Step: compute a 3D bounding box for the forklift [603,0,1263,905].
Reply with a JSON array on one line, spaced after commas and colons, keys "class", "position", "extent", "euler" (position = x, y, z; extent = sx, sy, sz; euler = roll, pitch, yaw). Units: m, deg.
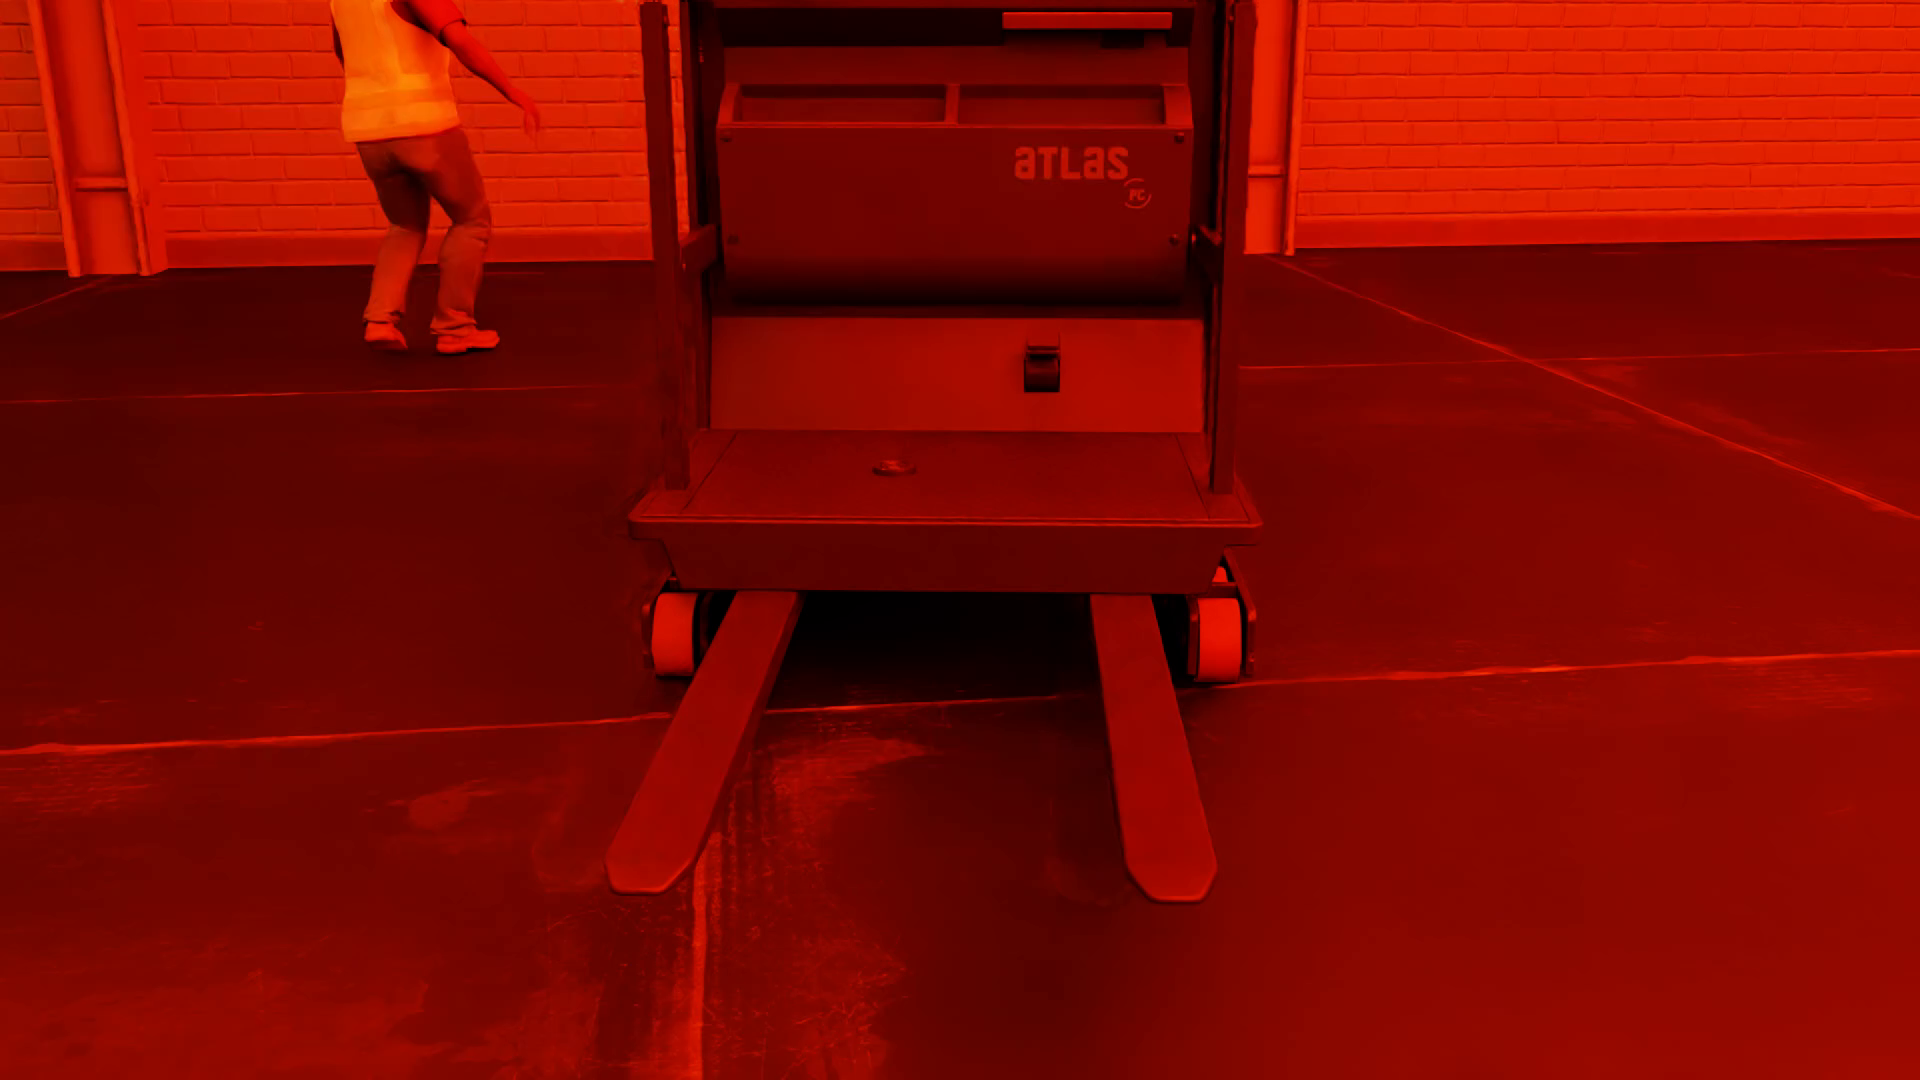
[{"class": "forklift", "position": [-0.015, -1.227, 2.959], "extent": [1.130, 2.935, 3.031], "euler": [1, 17, 2]}]

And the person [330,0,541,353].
[{"class": "person", "position": [-1.911, -1.519, 6.118], "extent": [0.874, 1.656, 0.749], "euler": [7, 18, 23]}]
